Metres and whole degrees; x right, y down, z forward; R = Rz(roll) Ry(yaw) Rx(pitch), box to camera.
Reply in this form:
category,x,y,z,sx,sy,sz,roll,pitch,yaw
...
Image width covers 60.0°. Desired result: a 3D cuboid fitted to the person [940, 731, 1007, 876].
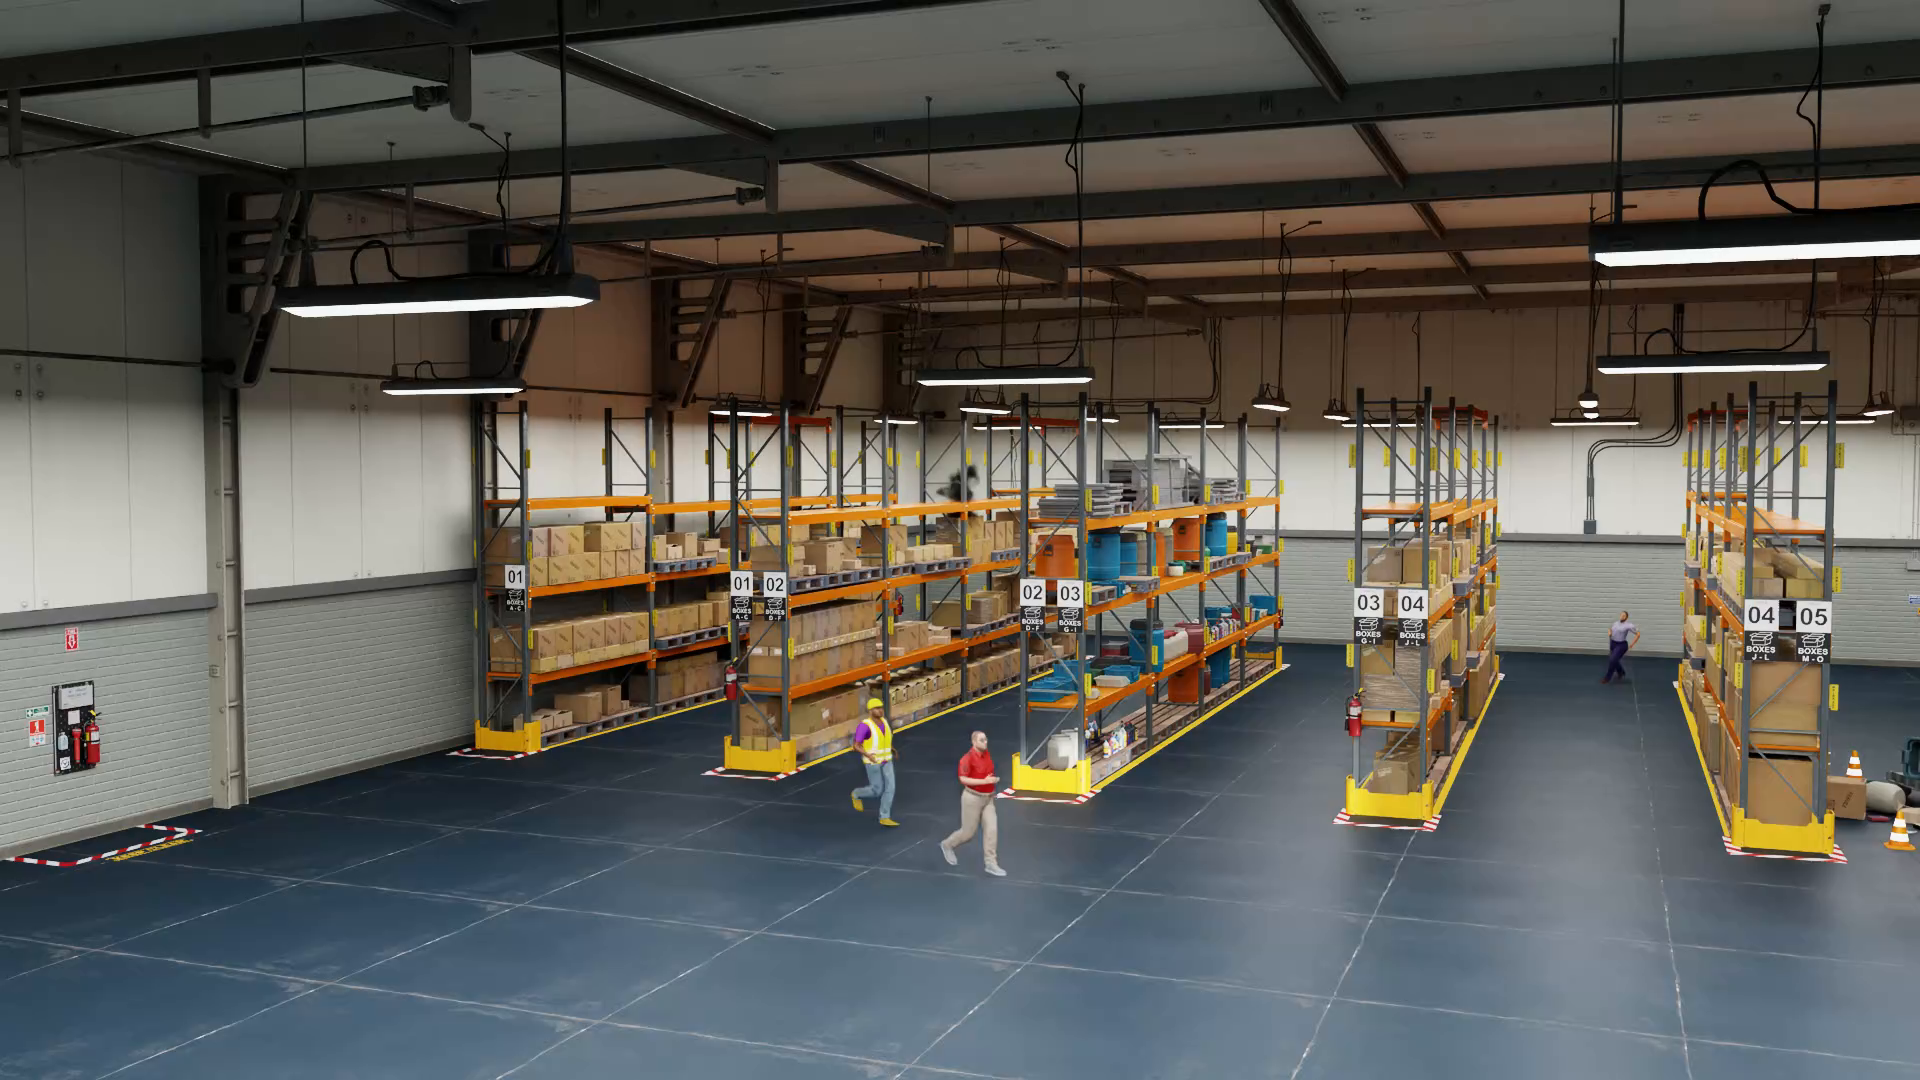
category,x,y,z,sx,sy,sz,roll,pitch,yaw
person,0.184,3.147,20.059,0.944,1.709,0.664,2,4,41

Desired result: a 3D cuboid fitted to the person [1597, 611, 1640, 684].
category,x,y,z,sx,sy,sz,roll,pitch,yaw
person,14.619,2.386,36.947,0.912,1.592,0.654,-1,3,-23

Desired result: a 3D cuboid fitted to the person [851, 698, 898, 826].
category,x,y,z,sx,sy,sz,roll,pitch,yaw
person,-1.140,3.033,22.837,0.815,1.727,0.712,3,4,45
